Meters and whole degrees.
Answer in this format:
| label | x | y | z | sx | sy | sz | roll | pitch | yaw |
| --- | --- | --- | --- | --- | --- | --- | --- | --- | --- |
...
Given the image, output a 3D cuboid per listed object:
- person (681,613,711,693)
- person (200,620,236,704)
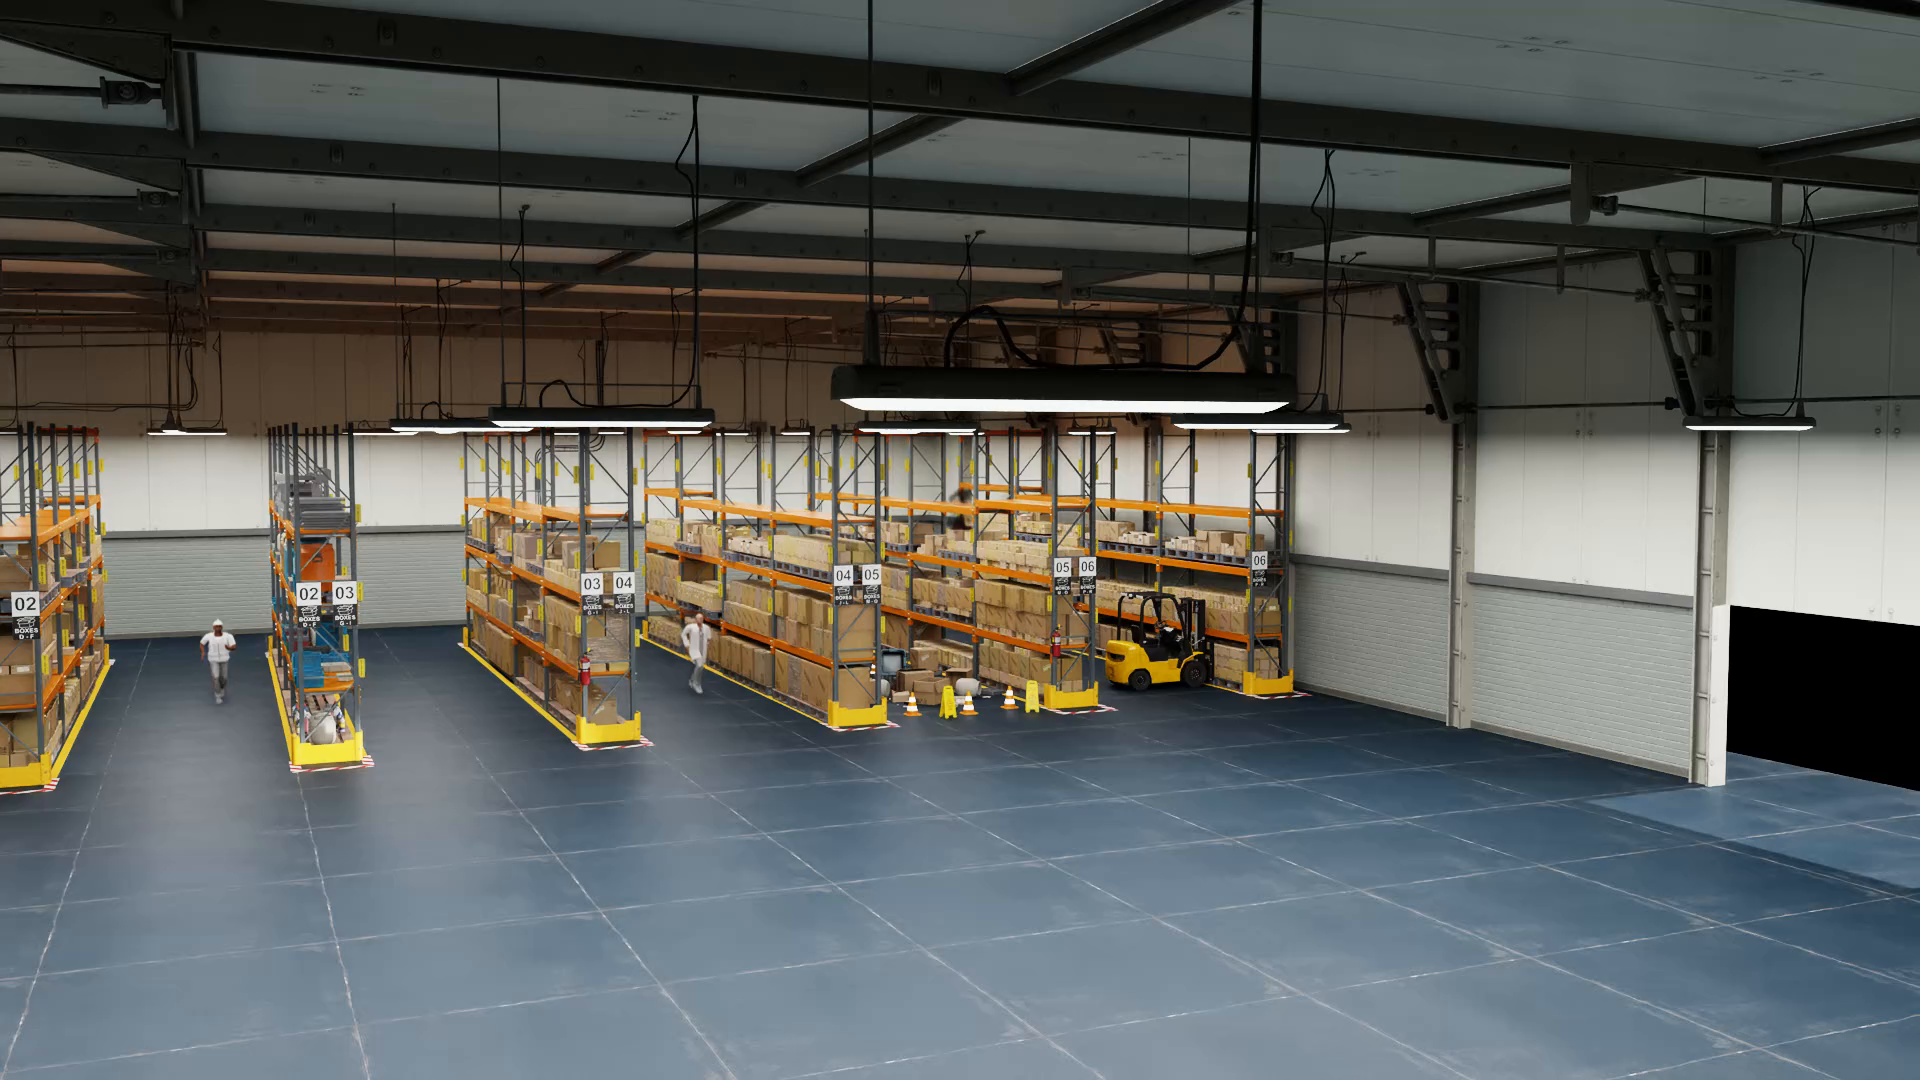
| label | x | y | z | sx | sy | sz | roll | pitch | yaw |
| --- | --- | --- | --- | --- | --- | --- | --- | --- | --- |
| person | -5.918 | 2.559 | 37.594 | 0.613 | 1.814 | 0.909 | -3 | 5 | -40 |
| person | -16.064 | 2.609 | 36.045 | 0.700 | 1.754 | 0.989 | -2 | 4 | -32 |
